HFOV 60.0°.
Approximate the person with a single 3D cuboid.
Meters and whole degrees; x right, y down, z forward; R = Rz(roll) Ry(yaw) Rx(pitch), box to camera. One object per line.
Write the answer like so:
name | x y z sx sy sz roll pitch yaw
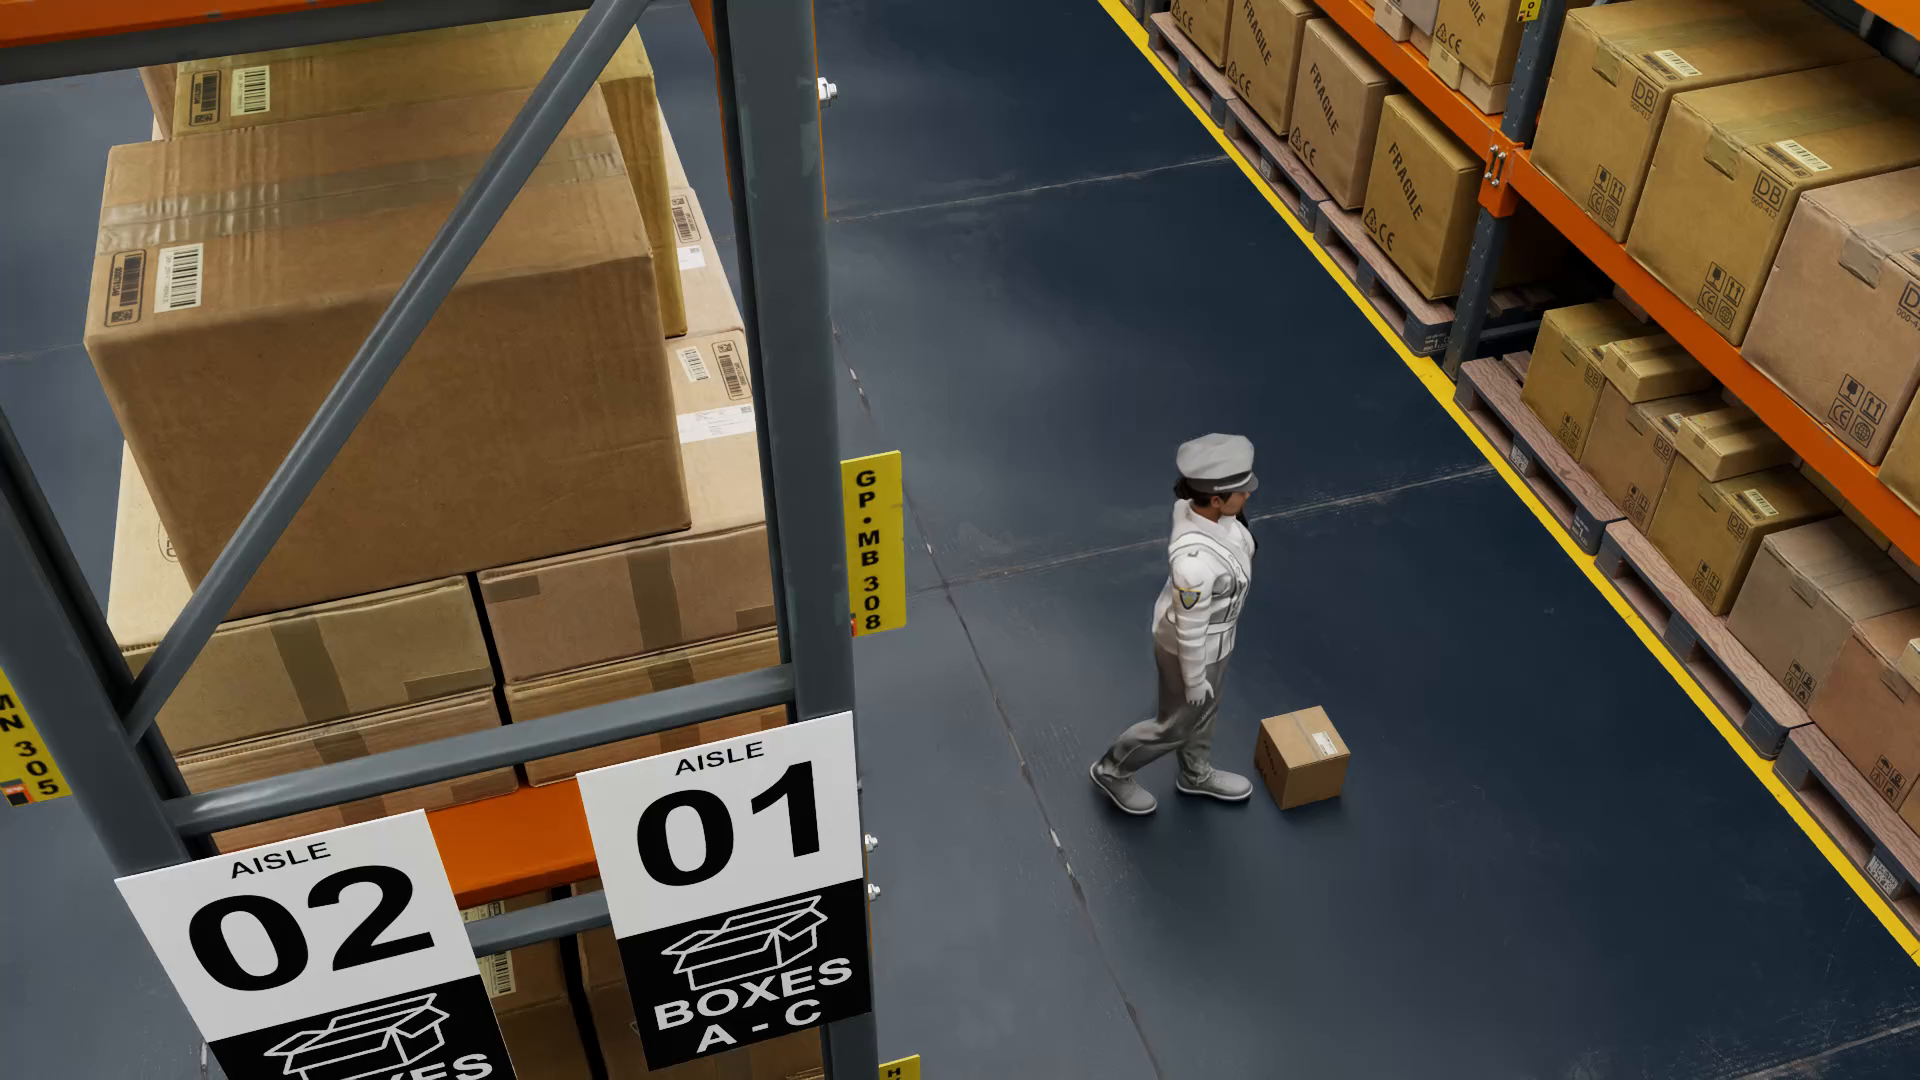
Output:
person | 0.802 0.325 5.781 0.613 1.665 0.500 9 43 9
